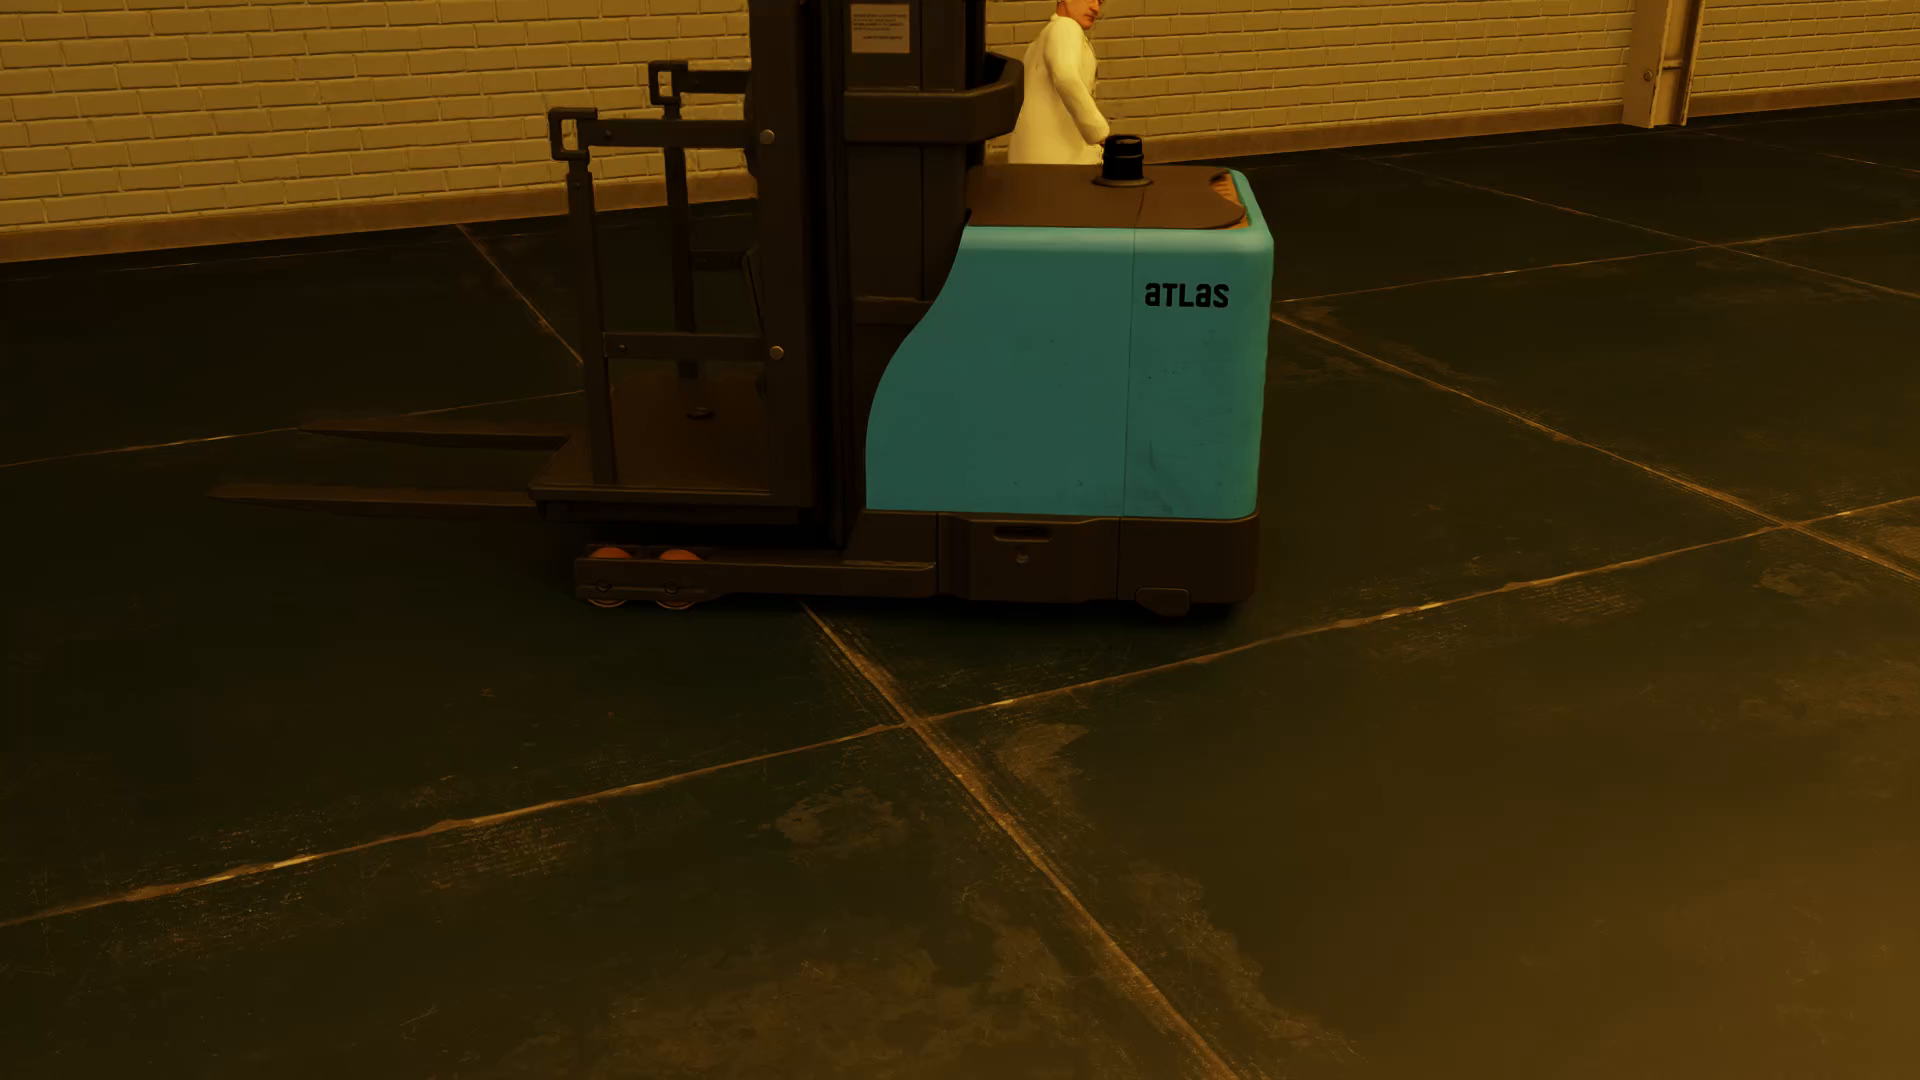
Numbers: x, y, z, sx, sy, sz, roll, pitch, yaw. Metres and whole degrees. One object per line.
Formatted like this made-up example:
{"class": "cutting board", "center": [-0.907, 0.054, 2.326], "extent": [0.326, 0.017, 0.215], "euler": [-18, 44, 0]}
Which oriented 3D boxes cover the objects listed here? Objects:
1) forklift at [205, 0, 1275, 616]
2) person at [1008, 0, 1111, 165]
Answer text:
{"class": "forklift", "center": [-0.664, -1.358, 4.555], "extent": [3.031, 2.935, 1.130], "euler": [2, 23, 4]}
{"class": "person", "center": [0.510, -1.640, 7.169], "extent": [0.675, 1.546, 0.846], "euler": [-10, 24, -22]}
